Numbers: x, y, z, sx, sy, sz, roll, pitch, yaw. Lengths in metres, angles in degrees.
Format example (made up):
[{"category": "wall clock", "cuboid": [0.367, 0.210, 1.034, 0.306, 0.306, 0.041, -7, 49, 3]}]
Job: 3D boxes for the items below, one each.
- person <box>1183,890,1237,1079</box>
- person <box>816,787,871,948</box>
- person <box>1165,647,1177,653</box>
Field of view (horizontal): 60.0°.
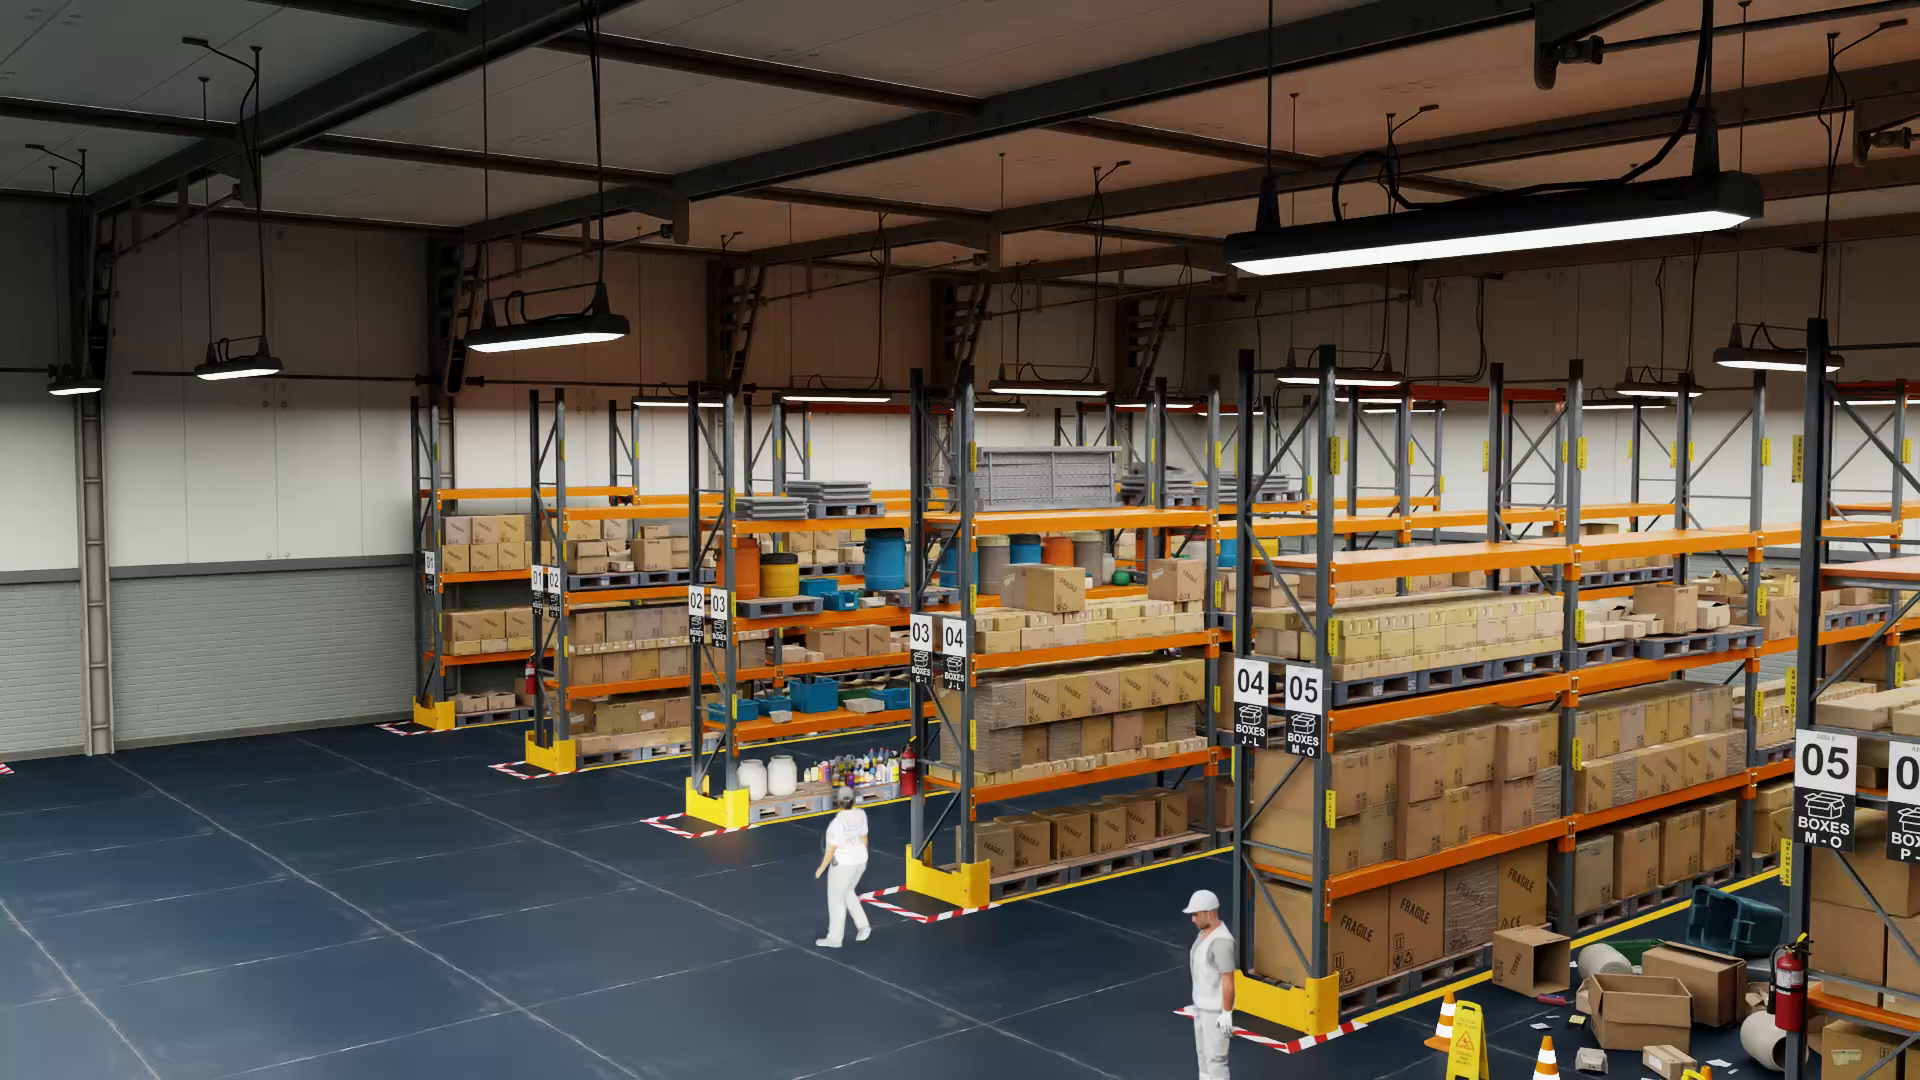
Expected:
[{"category": "person", "cuboid": [1.876, 3.528, 12.526, 0.399, 1.783, 0.614, 0, 3, -5]}, {"category": "person", "cuboid": [-1.204, 3.339, 17.028, 0.502, 1.678, 0.557, 2, 4, 28]}, {"category": "person", "cuboid": [3.762, 2.456, 30.758, 0.545, 1.782, 0.404, -2, 4, -35]}]
